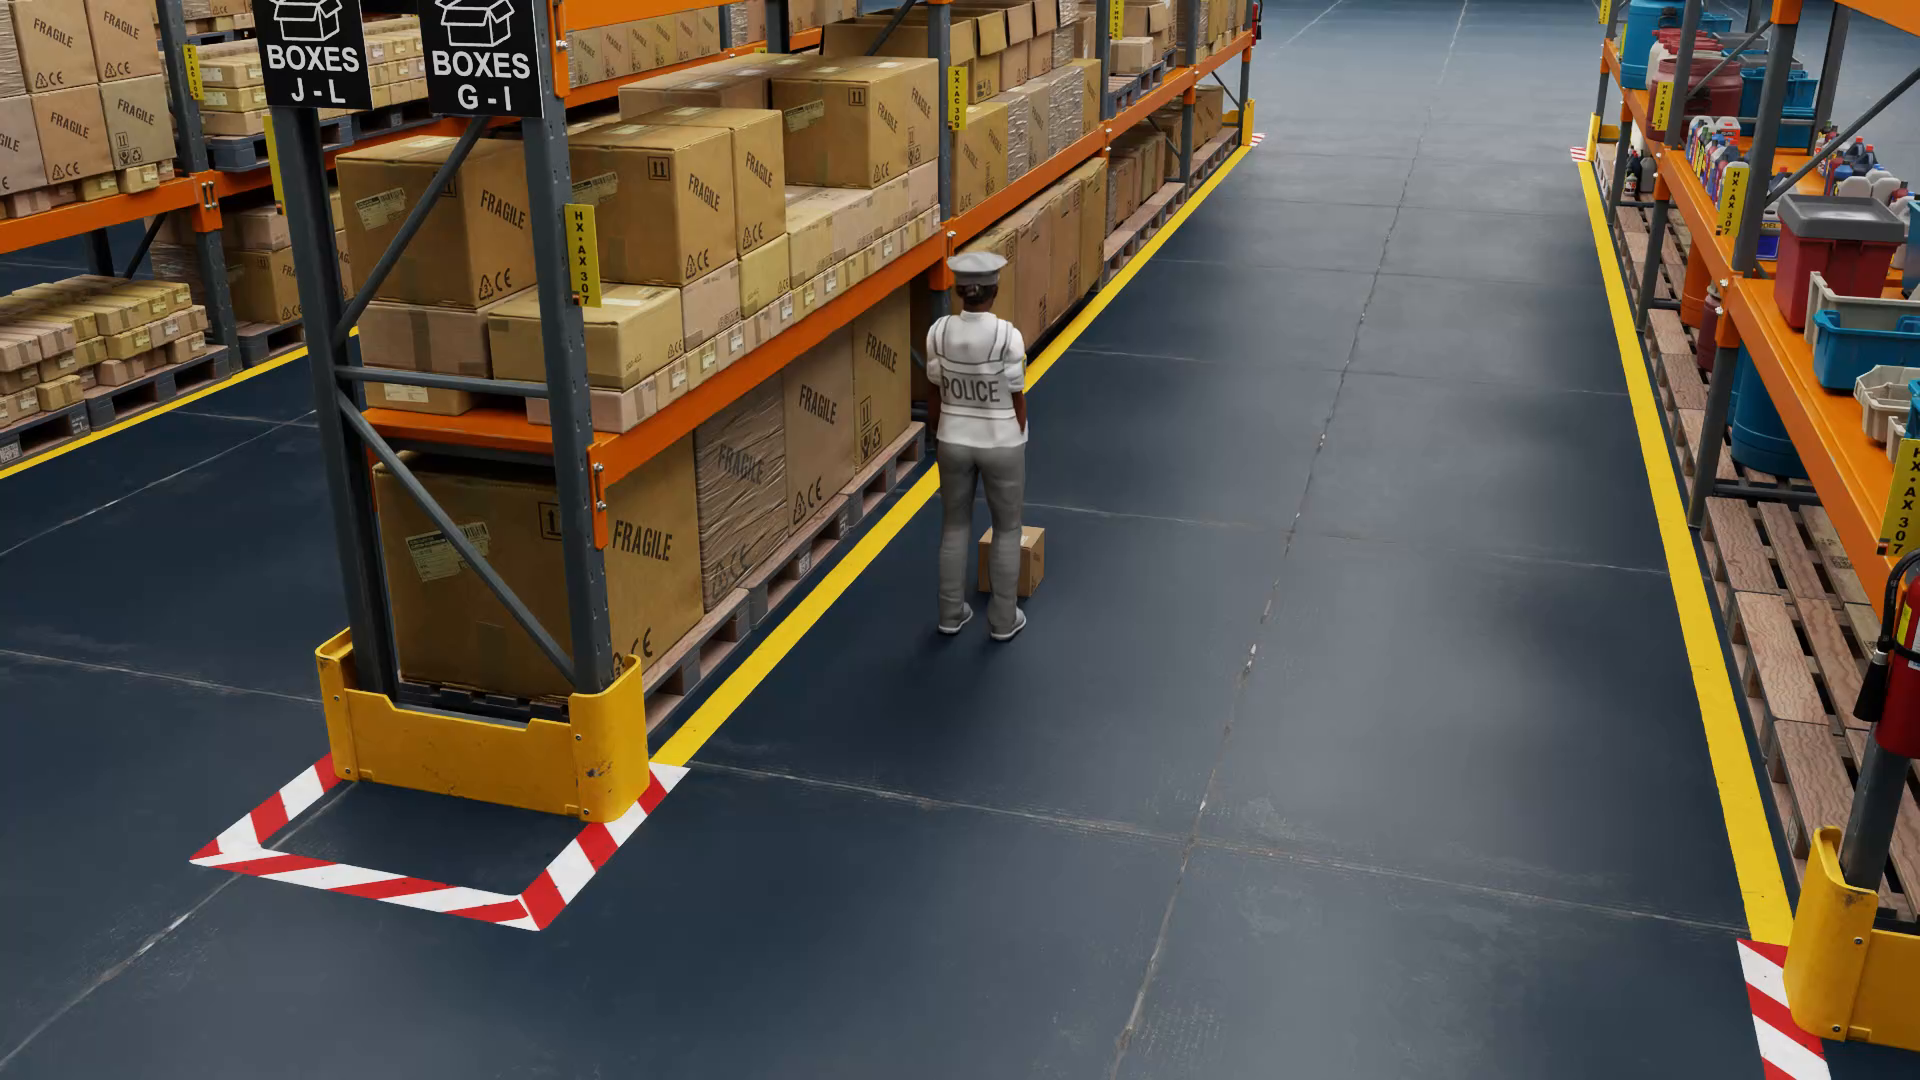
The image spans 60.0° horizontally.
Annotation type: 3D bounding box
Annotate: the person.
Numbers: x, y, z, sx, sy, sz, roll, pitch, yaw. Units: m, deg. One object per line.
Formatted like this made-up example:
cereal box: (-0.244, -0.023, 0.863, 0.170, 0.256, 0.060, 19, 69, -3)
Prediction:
person: (0.074, -0.383, 7.049, 0.438, 1.659, 0.340, 7, 23, 17)
